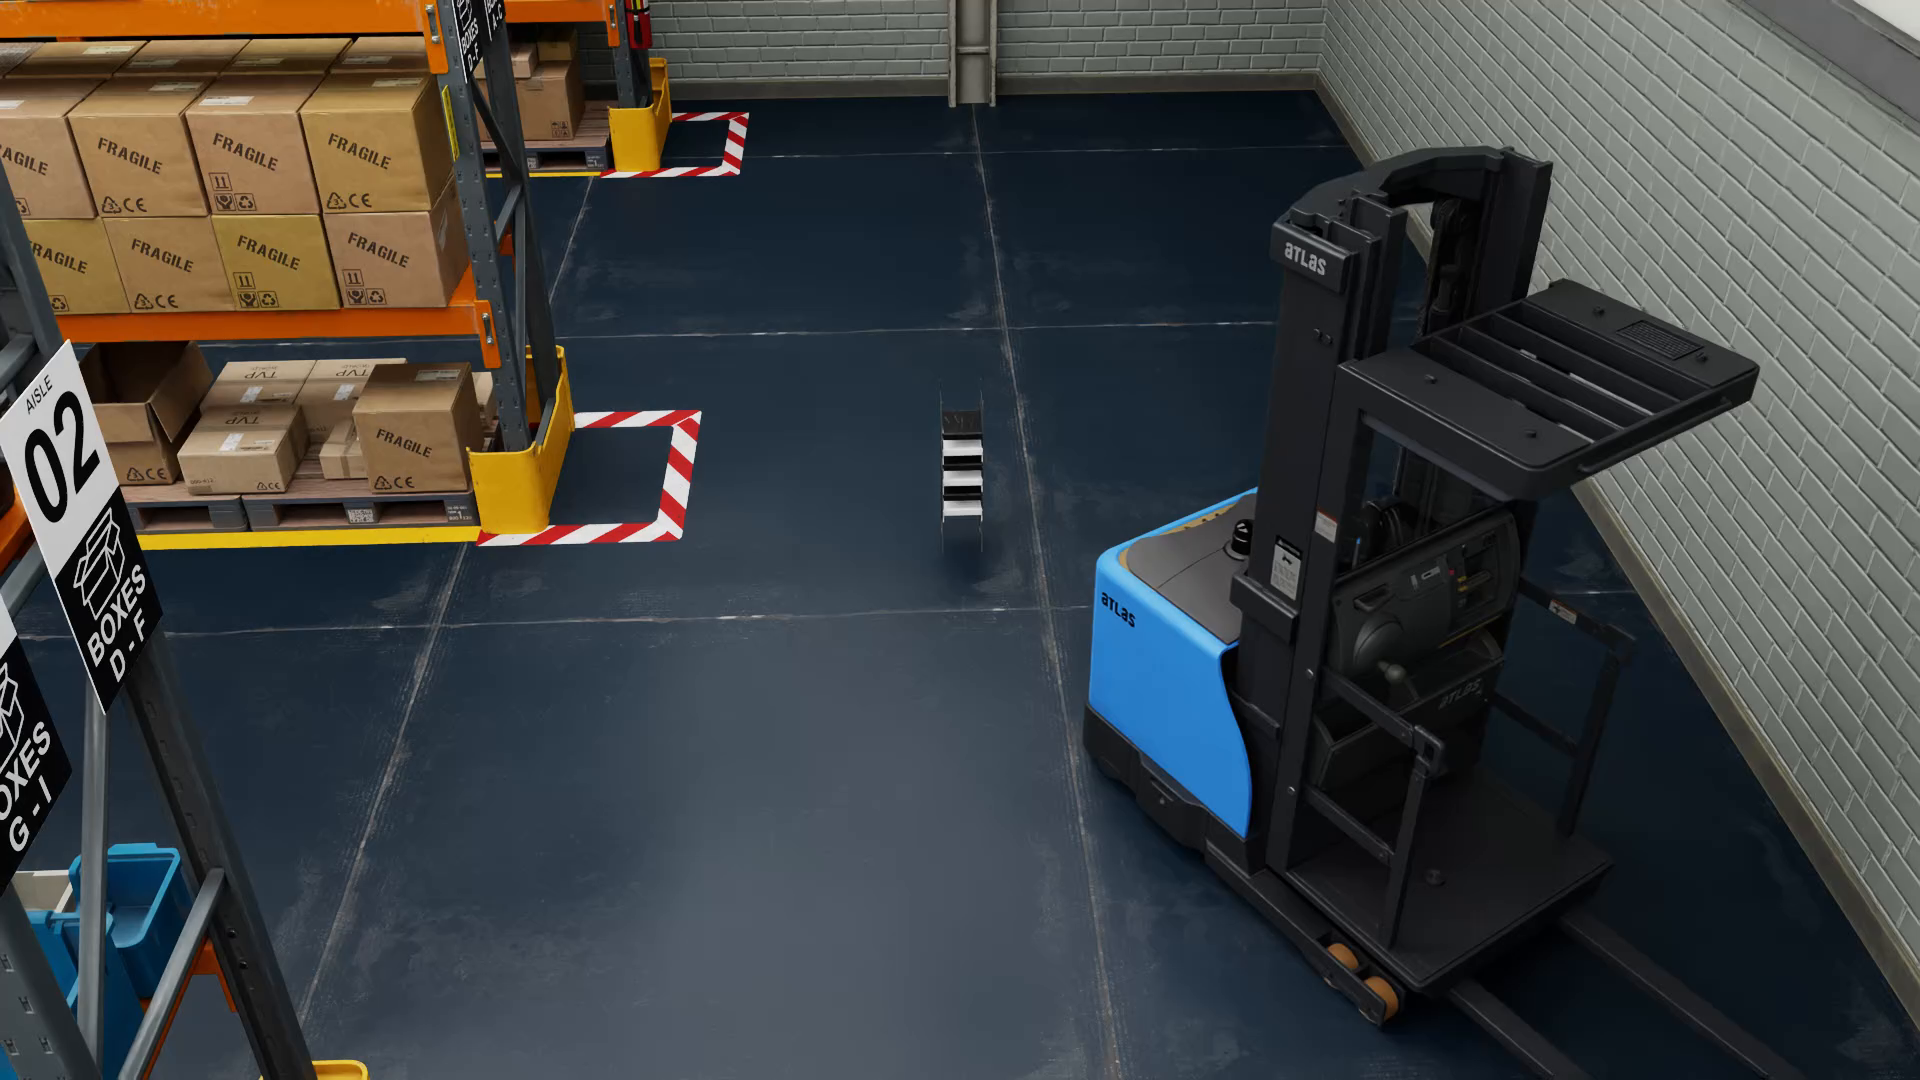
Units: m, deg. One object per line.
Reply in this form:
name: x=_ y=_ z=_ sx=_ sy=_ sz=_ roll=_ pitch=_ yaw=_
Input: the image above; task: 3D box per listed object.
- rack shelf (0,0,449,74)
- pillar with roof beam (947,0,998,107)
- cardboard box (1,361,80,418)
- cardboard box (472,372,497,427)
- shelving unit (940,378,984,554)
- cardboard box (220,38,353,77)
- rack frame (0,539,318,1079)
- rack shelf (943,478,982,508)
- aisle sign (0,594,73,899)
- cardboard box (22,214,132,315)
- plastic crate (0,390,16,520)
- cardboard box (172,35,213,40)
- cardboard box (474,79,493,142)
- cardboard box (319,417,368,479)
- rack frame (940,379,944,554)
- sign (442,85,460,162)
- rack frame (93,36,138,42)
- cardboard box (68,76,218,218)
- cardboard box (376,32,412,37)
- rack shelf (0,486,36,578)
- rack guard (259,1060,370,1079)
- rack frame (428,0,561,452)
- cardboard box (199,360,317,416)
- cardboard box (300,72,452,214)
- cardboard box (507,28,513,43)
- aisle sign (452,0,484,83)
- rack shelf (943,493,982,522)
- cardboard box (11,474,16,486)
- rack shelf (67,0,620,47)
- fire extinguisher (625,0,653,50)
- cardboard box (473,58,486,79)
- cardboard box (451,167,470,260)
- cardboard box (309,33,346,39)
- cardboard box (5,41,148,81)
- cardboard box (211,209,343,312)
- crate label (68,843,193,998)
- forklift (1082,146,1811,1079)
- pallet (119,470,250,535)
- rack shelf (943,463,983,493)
rack shelf: x=-4.314 y=-2.483 z=7.698 sx=4.000 sy=0.370 sz=1.077 roll=-2 pitch=35 yaw=-2
pillar with roof beam: x=0.305 y=-4.999 z=8.065 sx=0.400 sy=9.000 sz=9.100 roll=-2 pitch=35 yaw=-2
cardboard box: x=-5.007 y=-0.763 z=9.193 sx=0.500 sy=0.311 sz=0.500 roll=-2 pitch=35 yaw=-2
cardboard box: x=-2.751 y=-0.792 z=9.376 sx=0.250 sy=0.149 sz=0.380 roll=-2 pitch=35 yaw=-2
shelving unit: x=0.008 y=-0.370 z=8.494 sx=0.210 sy=0.900 sz=0.258 roll=-2 pitch=35 yaw=-2
cardboard box: x=-3.294 y=-2.171 z=8.284 sx=0.500 sy=0.500 sz=0.500 roll=-1 pitch=35 yaw=-2
rack frame: x=-2.086 y=1.217 z=4.356 sx=0.127 sy=3.000 sz=1.000 roll=-2 pitch=35 yaw=-2
rack shelf: x=0.008 y=-0.269 z=8.564 sx=0.200 sy=0.077 sz=0.258 roll=-2 pitch=35 yaw=-2
aisle sign: x=-2.000 y=0.313 z=3.378 sx=0.004 sy=0.787 sz=0.394 roll=-2 pitch=35 yaw=-2
cardboard box: x=-4.271 y=-1.433 z=8.097 sx=0.500 sy=0.500 sz=0.500 roll=-2 pitch=35 yaw=-3
plastic crate: x=-2.484 y=-0.111 z=3.753 sx=0.590 sy=0.269 sz=0.497 roll=-2 pitch=35 yaw=-2
cardboard box: x=-5.953 y=-3.789 z=12.847 sx=0.250 sy=0.149 sz=0.380 roll=-2 pitch=35 yaw=-3
cardboard box: x=-3.749 y=-3.470 z=12.956 sx=0.500 sy=0.500 sz=0.700 roll=-2 pitch=35 yaw=-2
cardboard box: x=-3.257 y=-0.500 z=8.940 sx=0.250 sy=0.166 sz=0.380 roll=-2 pitch=35 yaw=-2
rack frame: x=-0.093 y=-0.367 z=8.490 sx=0.006 sy=0.900 sz=0.240 roll=-2 pitch=35 yaw=-2
sign: x=-2.310 y=-1.889 z=7.548 sx=0.005 sy=0.325 sz=0.100 roll=-2 pitch=35 yaw=-2
rack frame: x=-6.550 y=-4.307 z=12.337 sx=0.127 sy=3.000 sz=1.000 roll=-2 pitch=35 yaw=-2
cardboard box: x=-3.770 y=-1.852 z=7.824 sx=0.500 sy=0.500 sz=0.500 roll=-1 pitch=35 yaw=-1
cardboard box: x=-4.400 y=-3.832 z=12.909 sx=0.250 sy=0.149 sz=0.380 roll=-1 pitch=35 yaw=-2
rack shelf: x=-4.084 y=0.333 z=3.629 sx=4.000 sy=0.370 sz=1.077 roll=-2 pitch=35 yaw=-2
rack guard: x=-2.063 y=2.237 z=5.079 sx=0.348 sy=0.500 sz=1.175 roll=-2 pitch=35 yaw=-2
rack frame: x=-2.317 y=-1.599 z=8.424 sx=0.127 sy=3.000 sz=1.000 roll=-2 pitch=35 yaw=-2
cardboard box: x=-3.872 y=-0.769 z=9.255 sx=0.500 sy=0.250 sz=0.500 roll=-2 pitch=35 yaw=-2
cardboard box: x=-2.748 y=-1.883 z=7.868 sx=0.500 sy=0.500 sz=0.500 roll=-2 pitch=35 yaw=-3
cardboard box: x=-3.640 y=-3.853 z=12.940 sx=0.250 sy=0.149 sz=0.380 roll=-1 pitch=35 yaw=-2
aisle sign: x=-2.234 y=-2.496 z=7.436 sx=0.004 sy=0.787 sz=0.394 roll=-2 pitch=35 yaw=-2
rack shelf: x=0.008 y=-0.195 z=8.616 sx=0.200 sy=0.077 sz=0.258 roll=-2 pitch=35 yaw=-2
cardboard box: x=-5.019 y=-0.424 z=8.830 sx=0.250 sy=0.166 sz=0.380 roll=-2 pitch=35 yaw=-2
rack shelf: x=-4.553 y=-4.065 z=12.620 sx=4.000 sy=0.370 sz=1.077 roll=-2 pitch=35 yaw=-2
fire extinguisher: x=-2.382 y=-3.971 z=12.248 sx=0.183 sy=0.674 sz=0.296 roll=-2 pitch=35 yaw=-2
cardboard box: x=-3.624 y=-3.636 z=12.626 sx=0.250 sy=0.149 sz=0.380 roll=-1 pitch=35 yaw=-1
cardboard box: x=-2.772 y=-1.778 z=8.595 sx=0.500 sy=0.500 sz=0.500 roll=-1 pitch=35 yaw=-1
cardboard box: x=-4.911 y=-3.818 z=12.889 sx=0.250 sy=0.149 sz=0.380 roll=-1 pitch=35 yaw=-2
cardboard box: x=-4.302 y=-2.146 z=8.248 sx=0.500 sy=0.500 sz=0.500 roll=-2 pitch=35 yaw=-3
cardboard box: x=-3.269 y=-1.457 z=8.132 sx=0.500 sy=0.500 sz=0.500 roll=-1 pitch=35 yaw=-2
crate label: x=-2.348 y=1.081 z=4.647 sx=0.303 sy=0.233 sz=0.416 roll=-2 pitch=35 yaw=-2
forklift: x=1.792 y=0.267 z=5.788 sx=1.130 sy=2.935 sz=3.031 roll=-22 pitch=40 yaw=-28
pallet: x=-4.405 y=-0.397 z=9.138 sx=1.213 sy=0.211 sz=1.003 roll=-2 pitch=35 yaw=-2
rack shelf: x=0.008 y=-0.343 z=8.513 sx=0.200 sy=0.077 sz=0.258 roll=-2 pitch=35 yaw=-2
